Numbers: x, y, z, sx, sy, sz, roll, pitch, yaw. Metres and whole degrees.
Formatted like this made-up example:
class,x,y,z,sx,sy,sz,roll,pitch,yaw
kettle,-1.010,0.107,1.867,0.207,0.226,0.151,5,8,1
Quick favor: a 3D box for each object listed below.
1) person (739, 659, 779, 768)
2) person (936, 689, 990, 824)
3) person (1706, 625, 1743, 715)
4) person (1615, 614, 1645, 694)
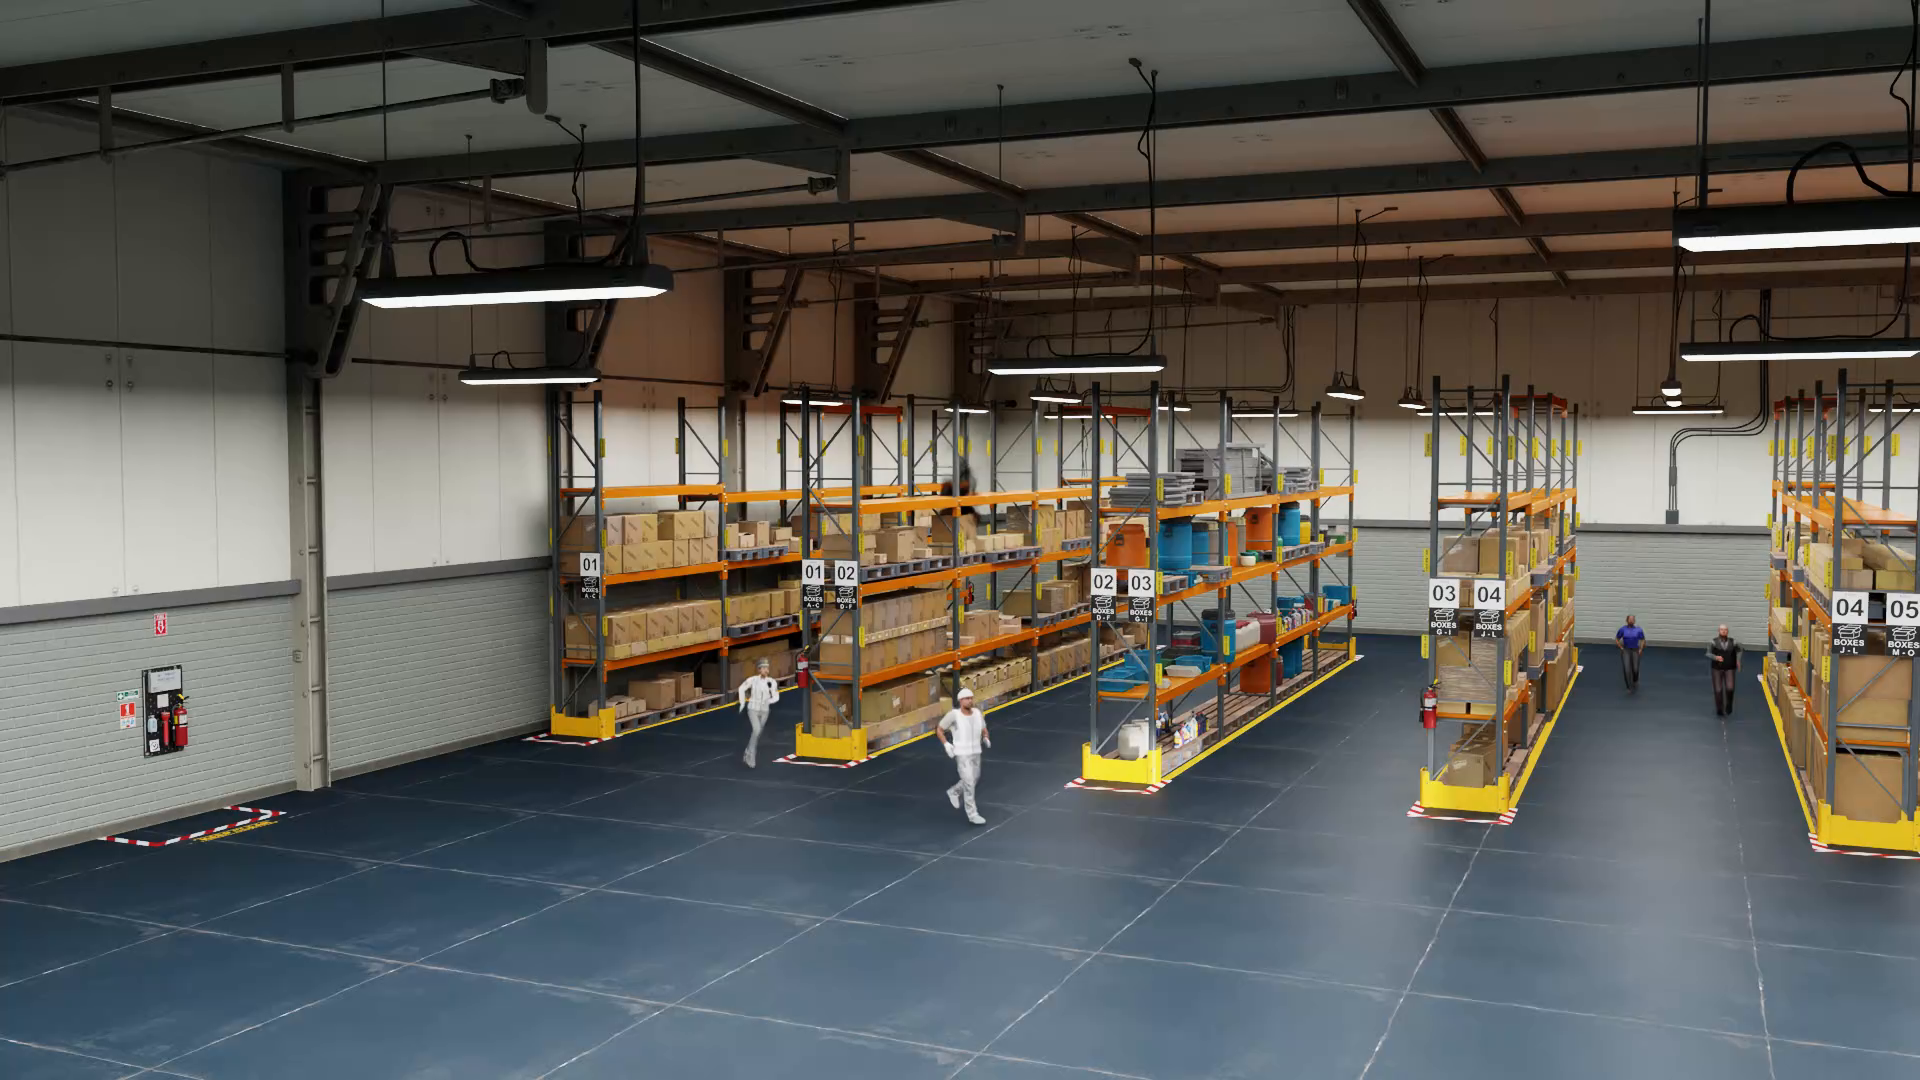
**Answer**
class,x,y,z,sx,sy,sz,roll,pitch,yaw
person,-3.151,2.711,26.239,0.595,1.662,0.658,-1,3,-22
person,0.068,2.871,22.347,0.713,1.762,0.945,-2,4,-36
person,14.258,2.430,31.026,0.637,1.683,0.641,1,3,23
person,13.660,2.324,33.917,0.582,1.623,0.529,1,3,23
